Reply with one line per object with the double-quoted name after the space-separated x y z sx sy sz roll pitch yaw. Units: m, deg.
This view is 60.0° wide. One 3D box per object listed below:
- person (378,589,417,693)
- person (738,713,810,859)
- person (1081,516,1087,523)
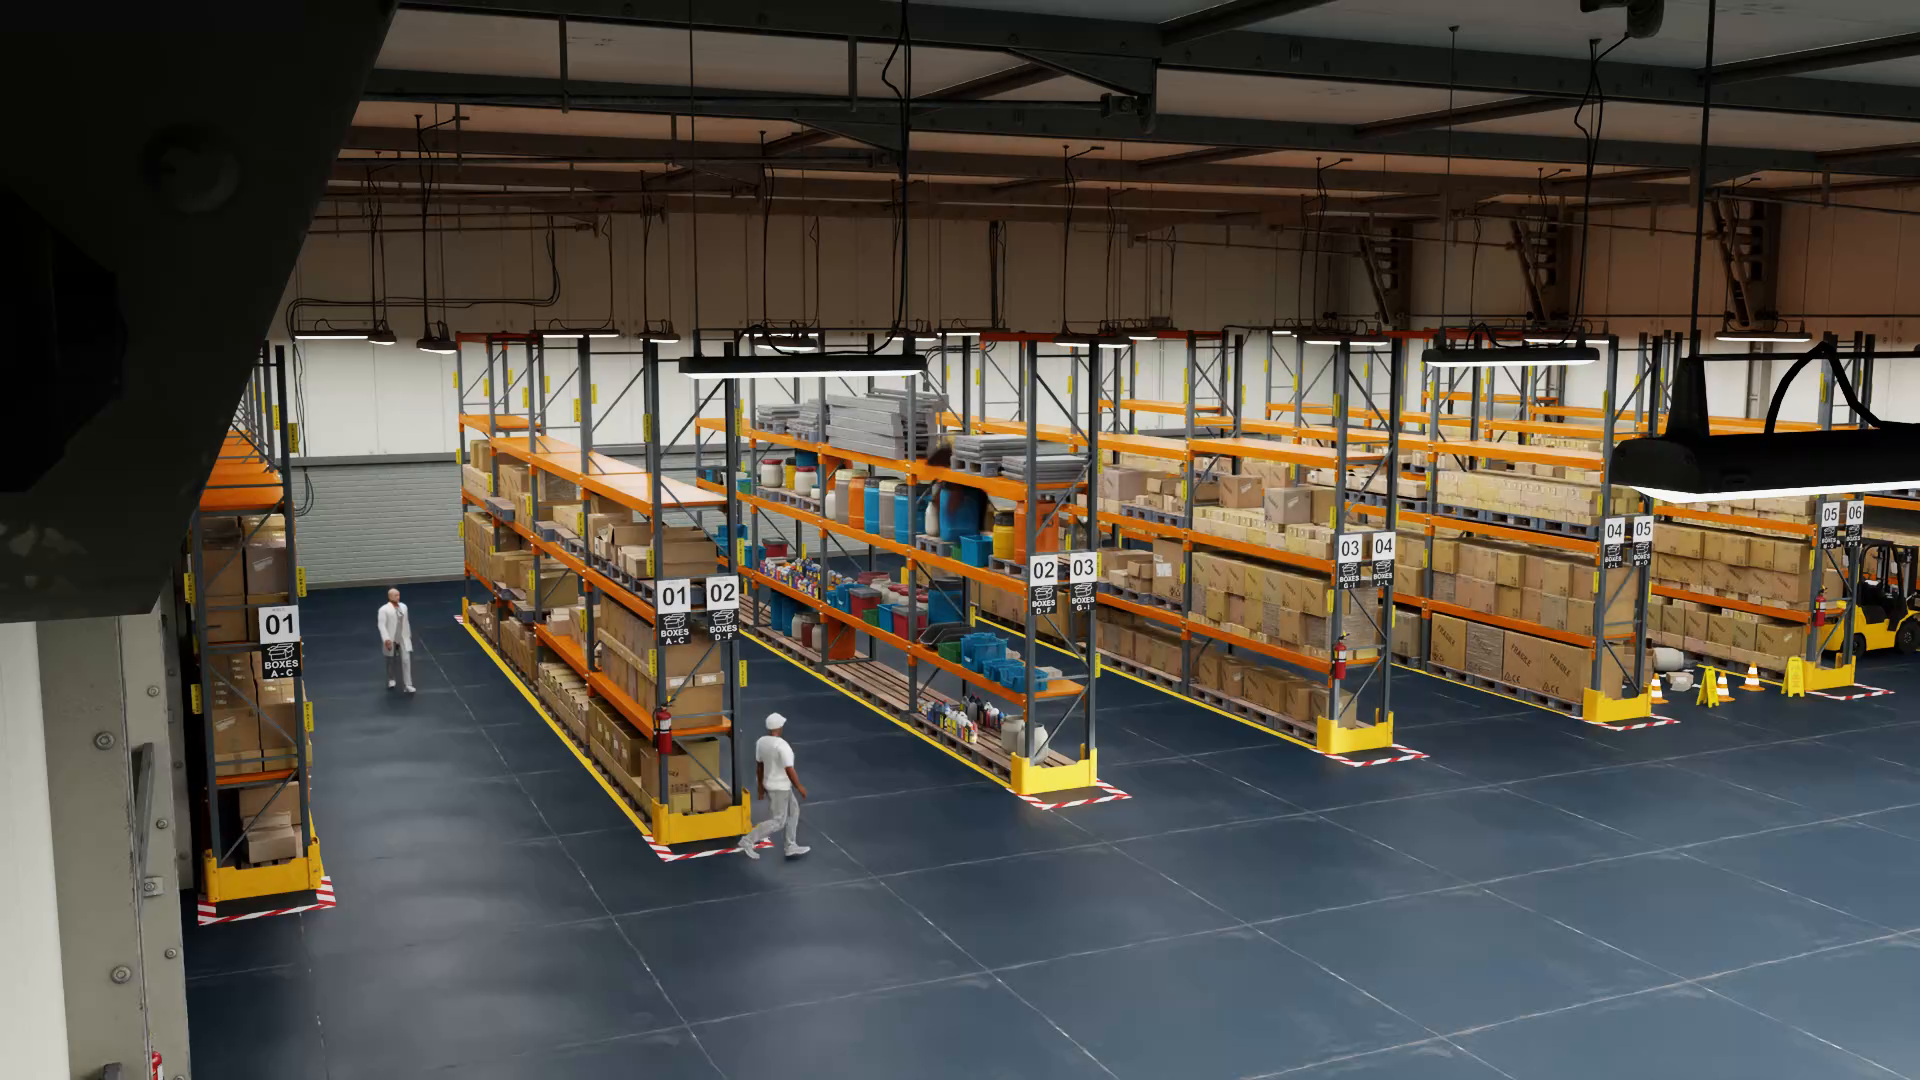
-9.496 1.689 28.013 0.581 1.724 1.088 -4 9 -27 "person"
-2.180 2.868 19.360 0.879 1.728 0.543 -2 8 -16 "person"
3.511 -0.508 44.176 0.551 1.755 0.545 3 8 22 "person"
